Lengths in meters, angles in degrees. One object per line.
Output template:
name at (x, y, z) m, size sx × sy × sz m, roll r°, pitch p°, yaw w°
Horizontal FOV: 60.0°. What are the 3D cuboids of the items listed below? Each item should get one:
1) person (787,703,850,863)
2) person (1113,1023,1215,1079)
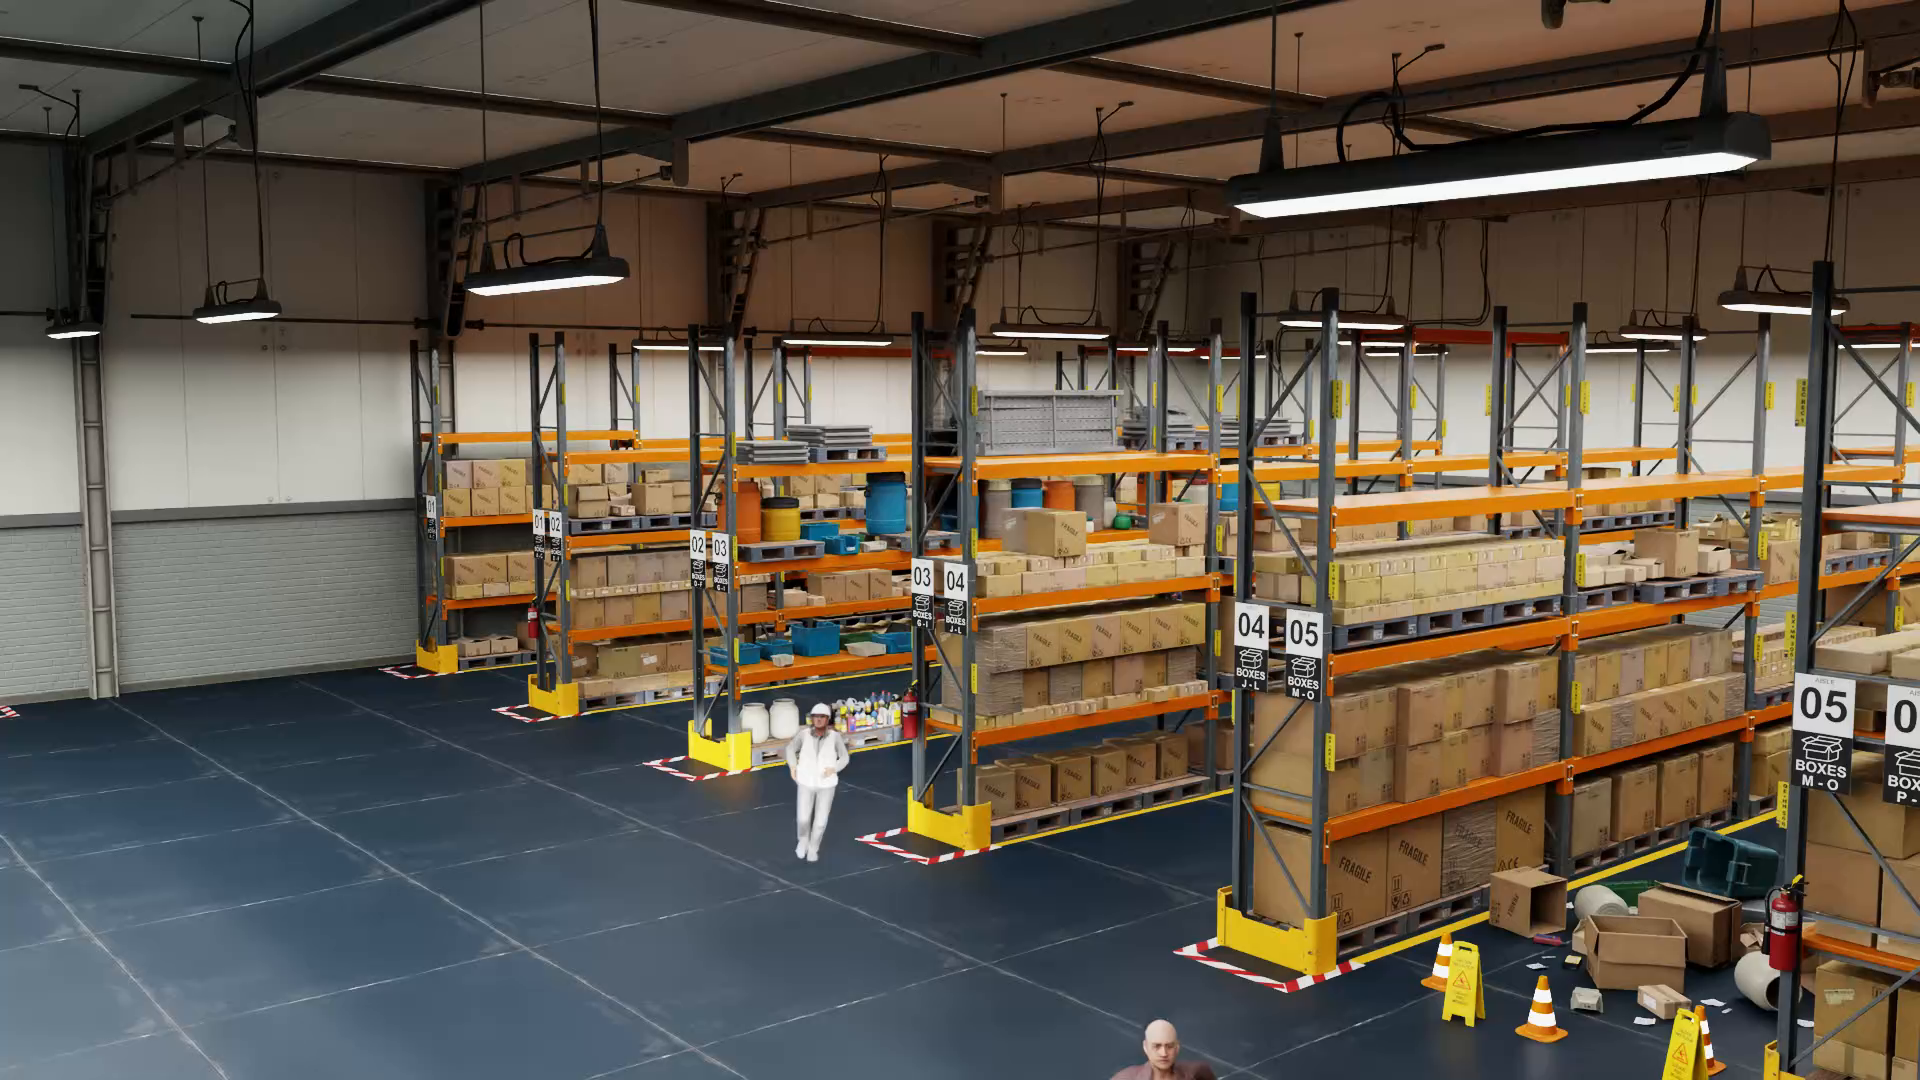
person at (-1.530, 2.634, 17.960) m, size 0.689 × 1.750 × 0.589 m, roll 0°, pitch 5°, yaw -3°
person at (1.061, 3.452, 8.800) m, size 0.696 × 1.828 × 0.917 m, roll 0°, pitch 5°, yaw 3°
